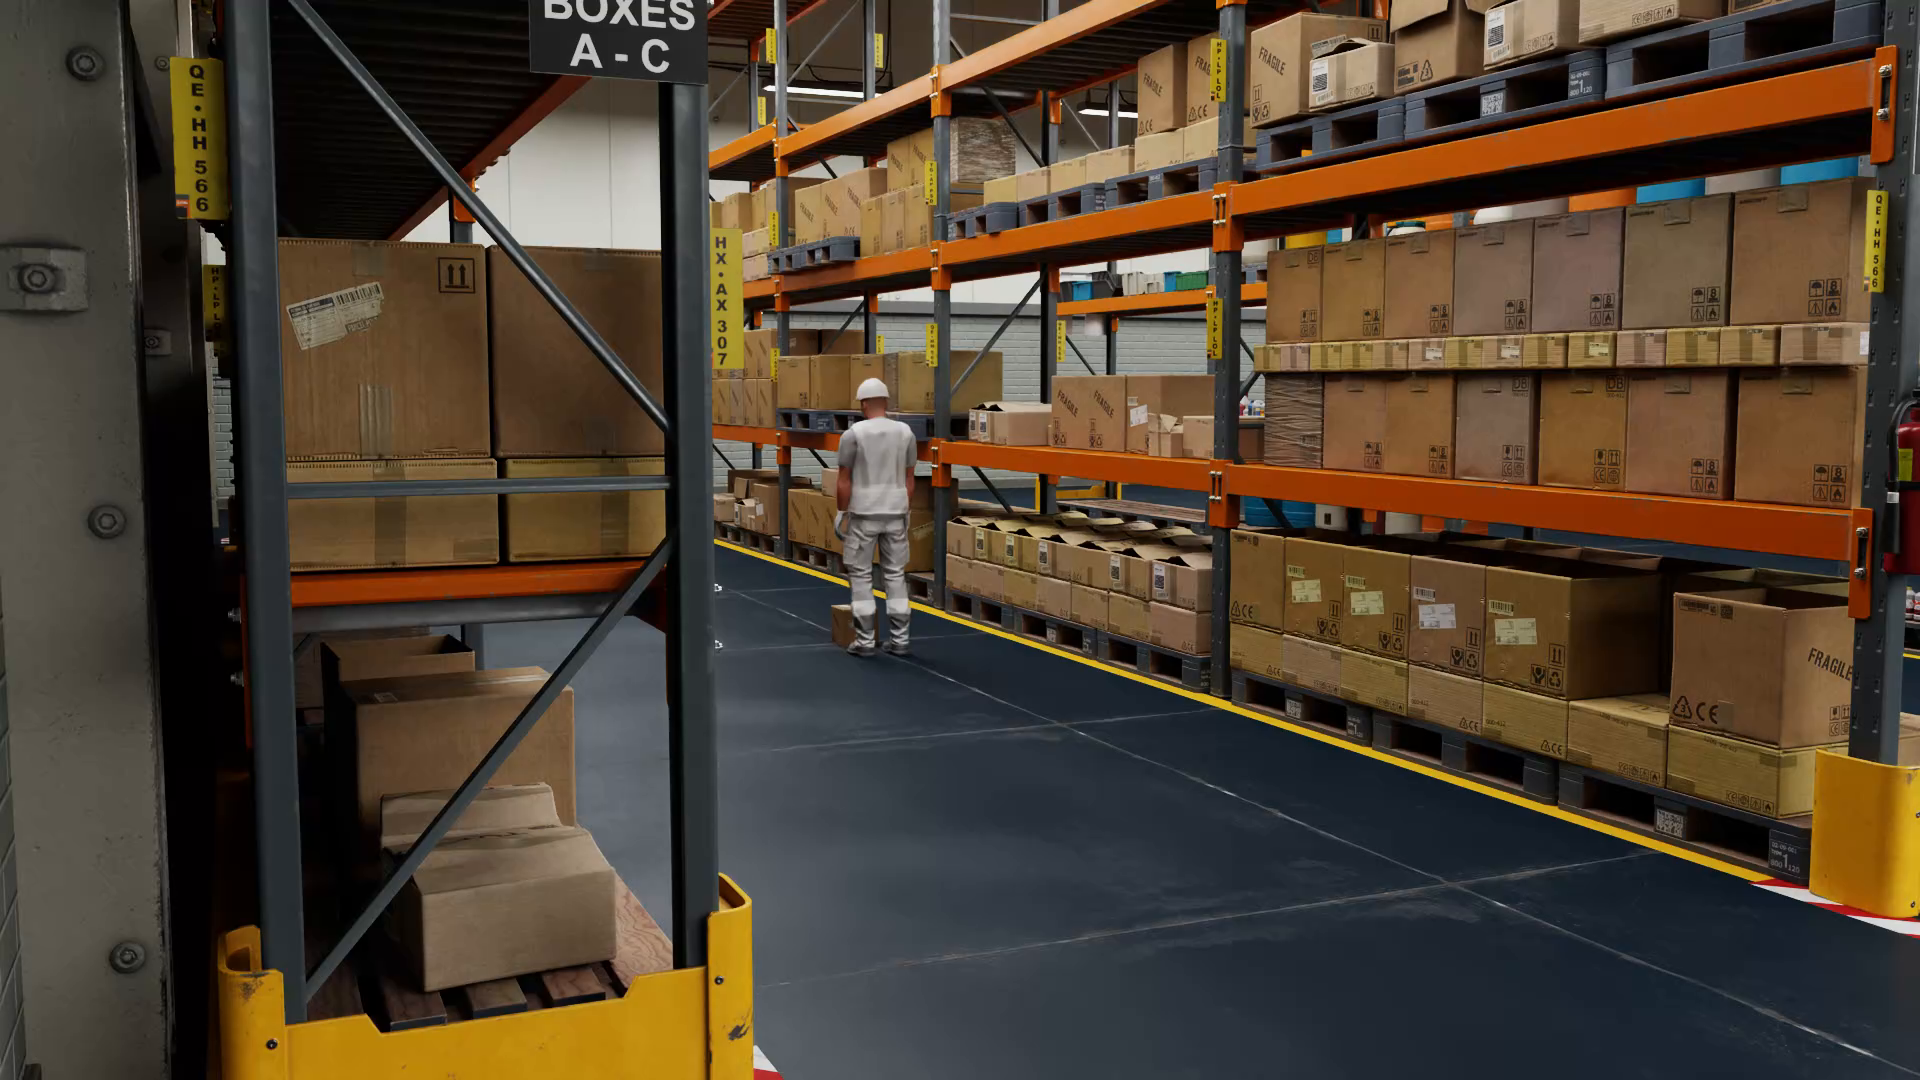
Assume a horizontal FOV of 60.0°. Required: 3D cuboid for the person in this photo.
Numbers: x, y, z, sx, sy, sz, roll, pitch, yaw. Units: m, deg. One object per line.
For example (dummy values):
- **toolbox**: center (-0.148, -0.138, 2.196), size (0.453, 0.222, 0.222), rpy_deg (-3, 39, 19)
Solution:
- **person**: center (-0.546, -0.144, 10.682), size (0.528, 1.777, 0.358), rpy_deg (-2, 6, -23)
